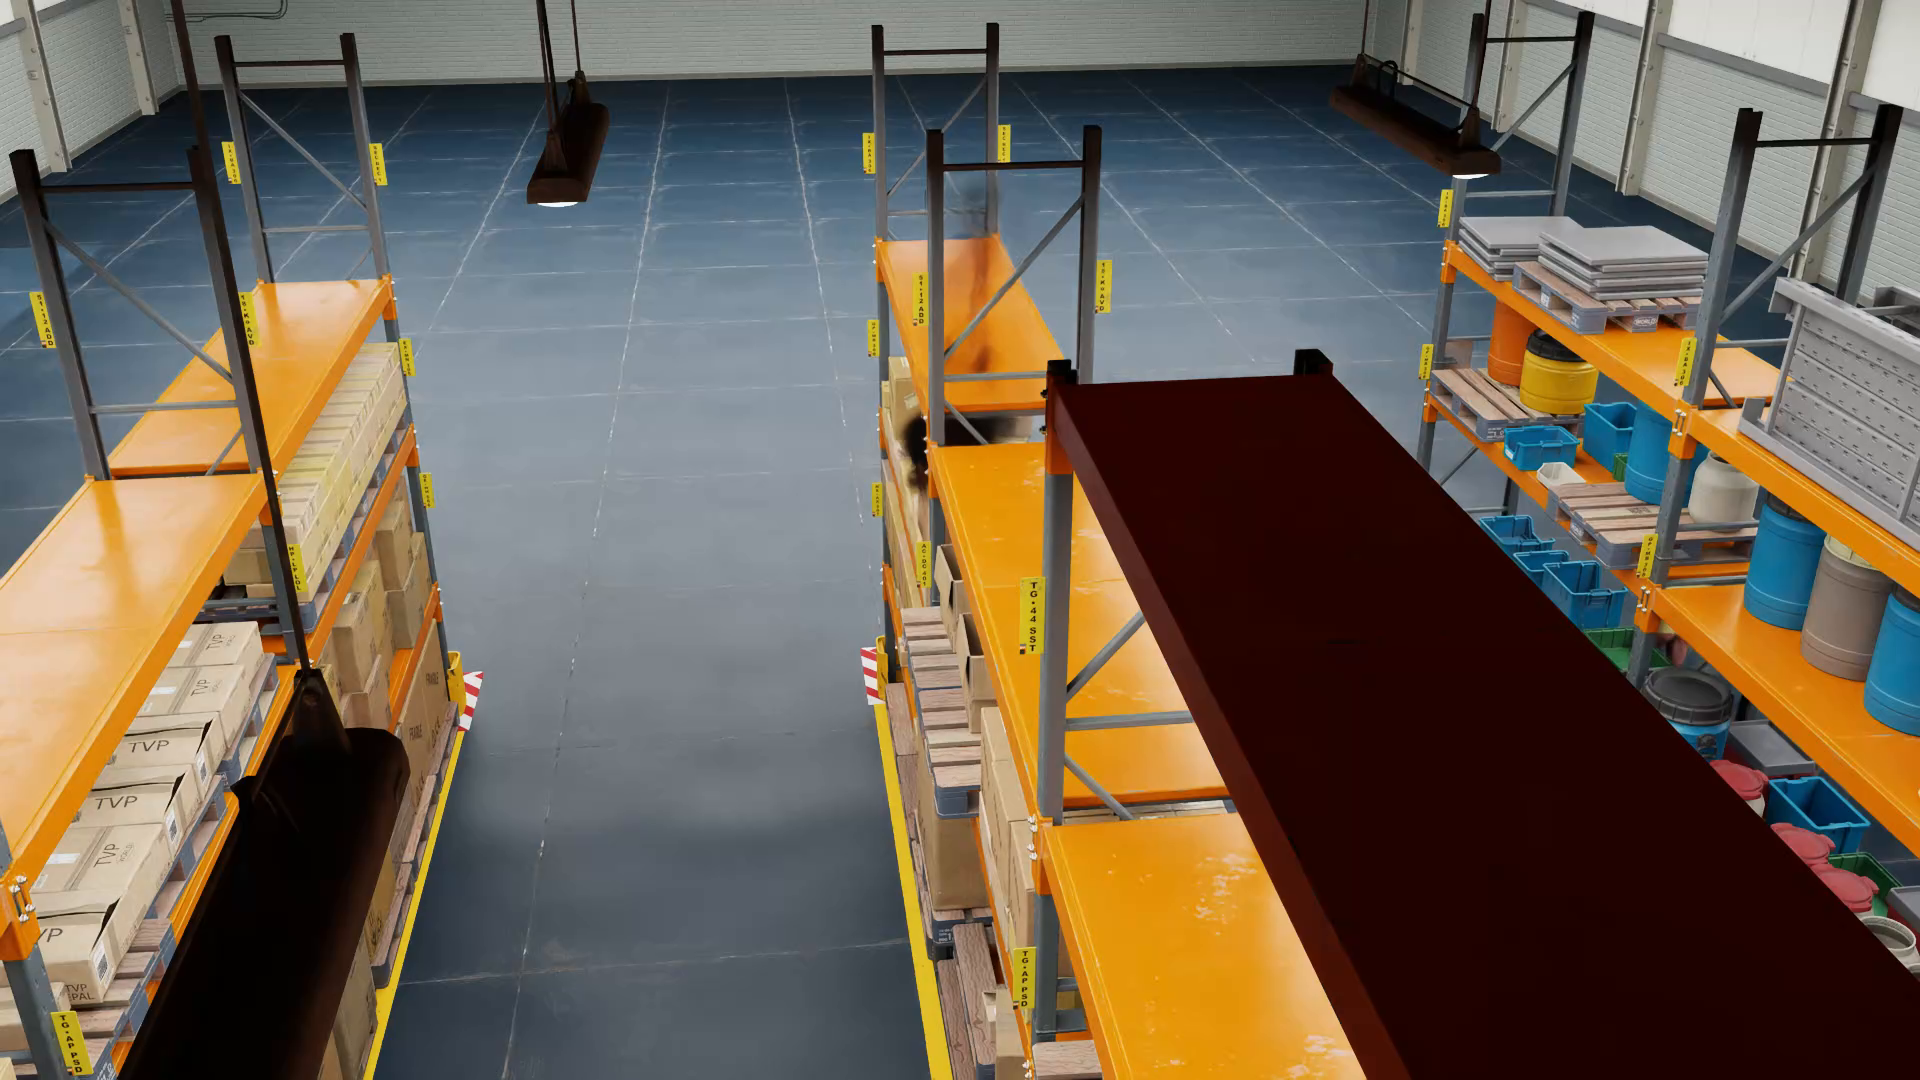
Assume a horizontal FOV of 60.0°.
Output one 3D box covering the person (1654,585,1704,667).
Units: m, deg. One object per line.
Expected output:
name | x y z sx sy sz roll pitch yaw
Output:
person | 6.348 0.854 14.839 0.579 1.658 1.060 -2 26 -5
